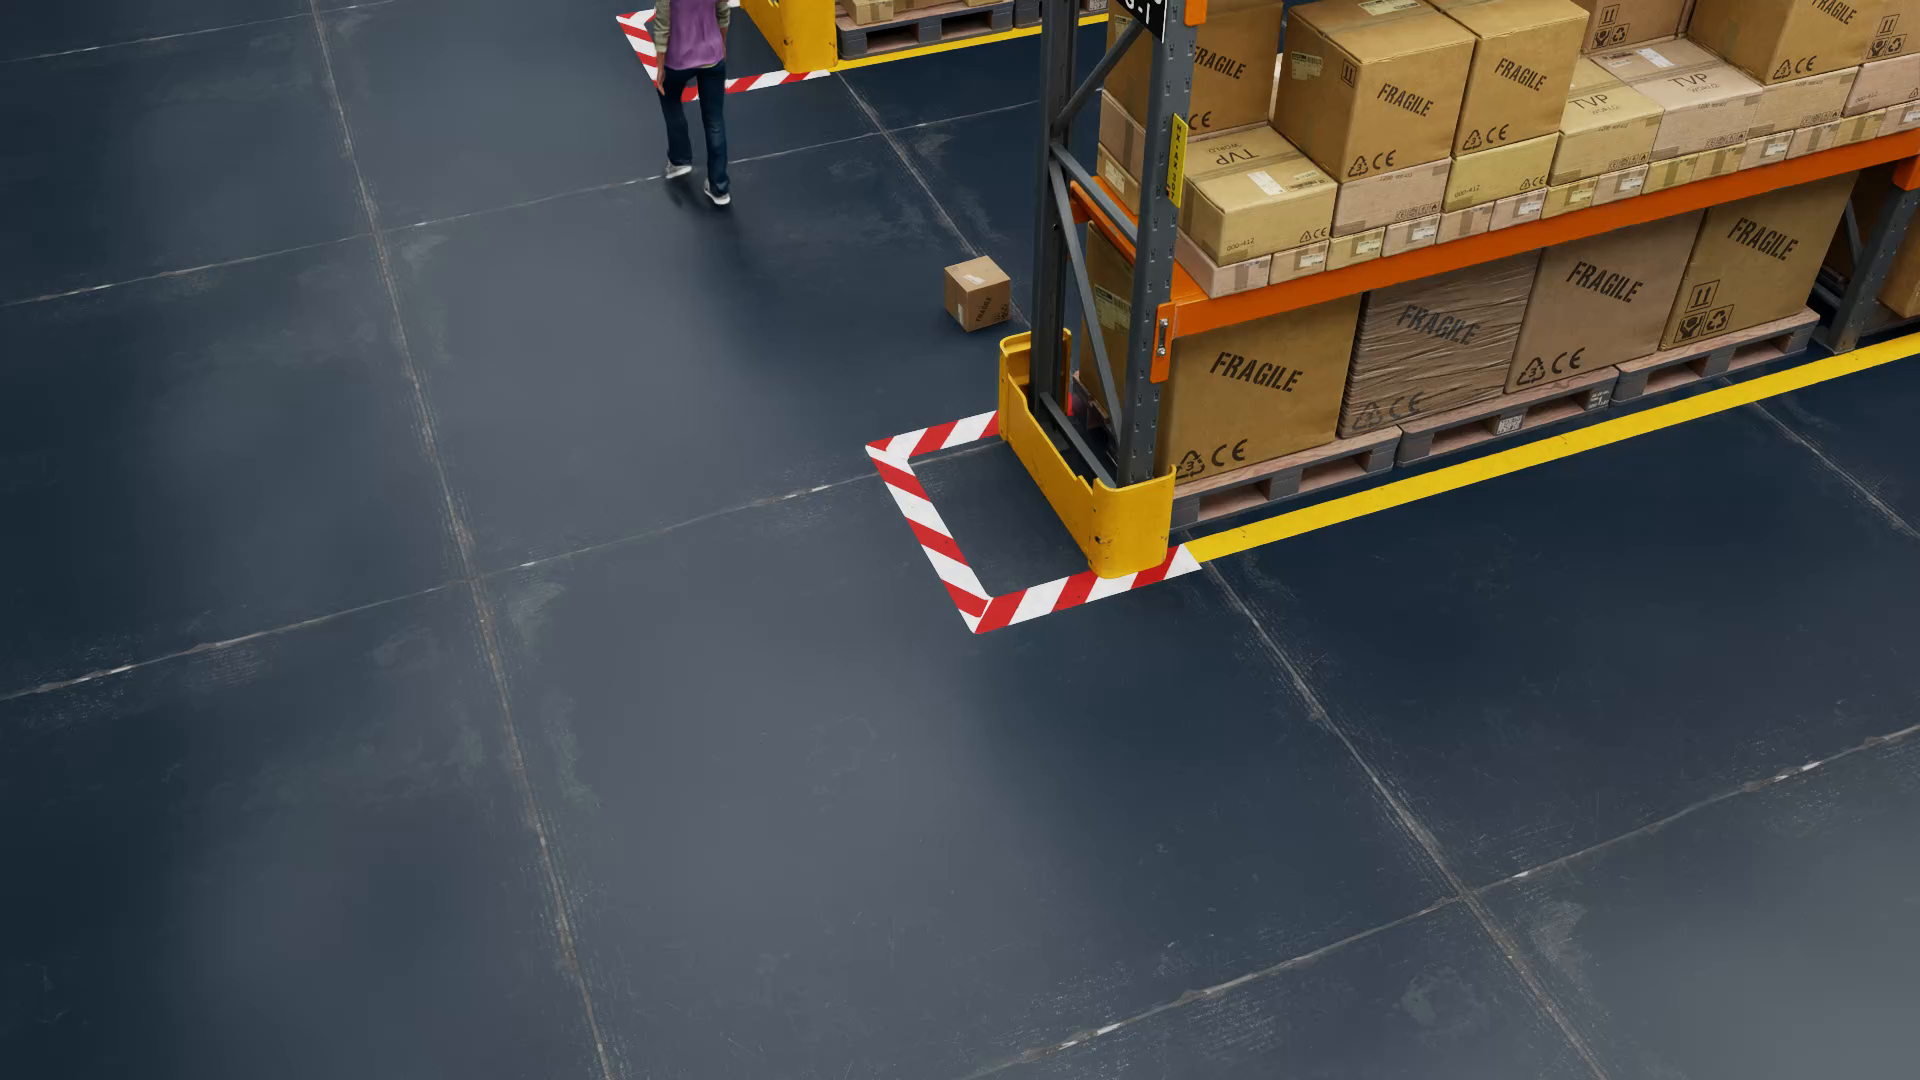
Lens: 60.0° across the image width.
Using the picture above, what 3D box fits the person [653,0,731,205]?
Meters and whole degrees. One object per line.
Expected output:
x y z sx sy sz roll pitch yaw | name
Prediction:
-1.453 -2.603 9.034 0.467 1.630 0.614 -15 45 -16 | person
